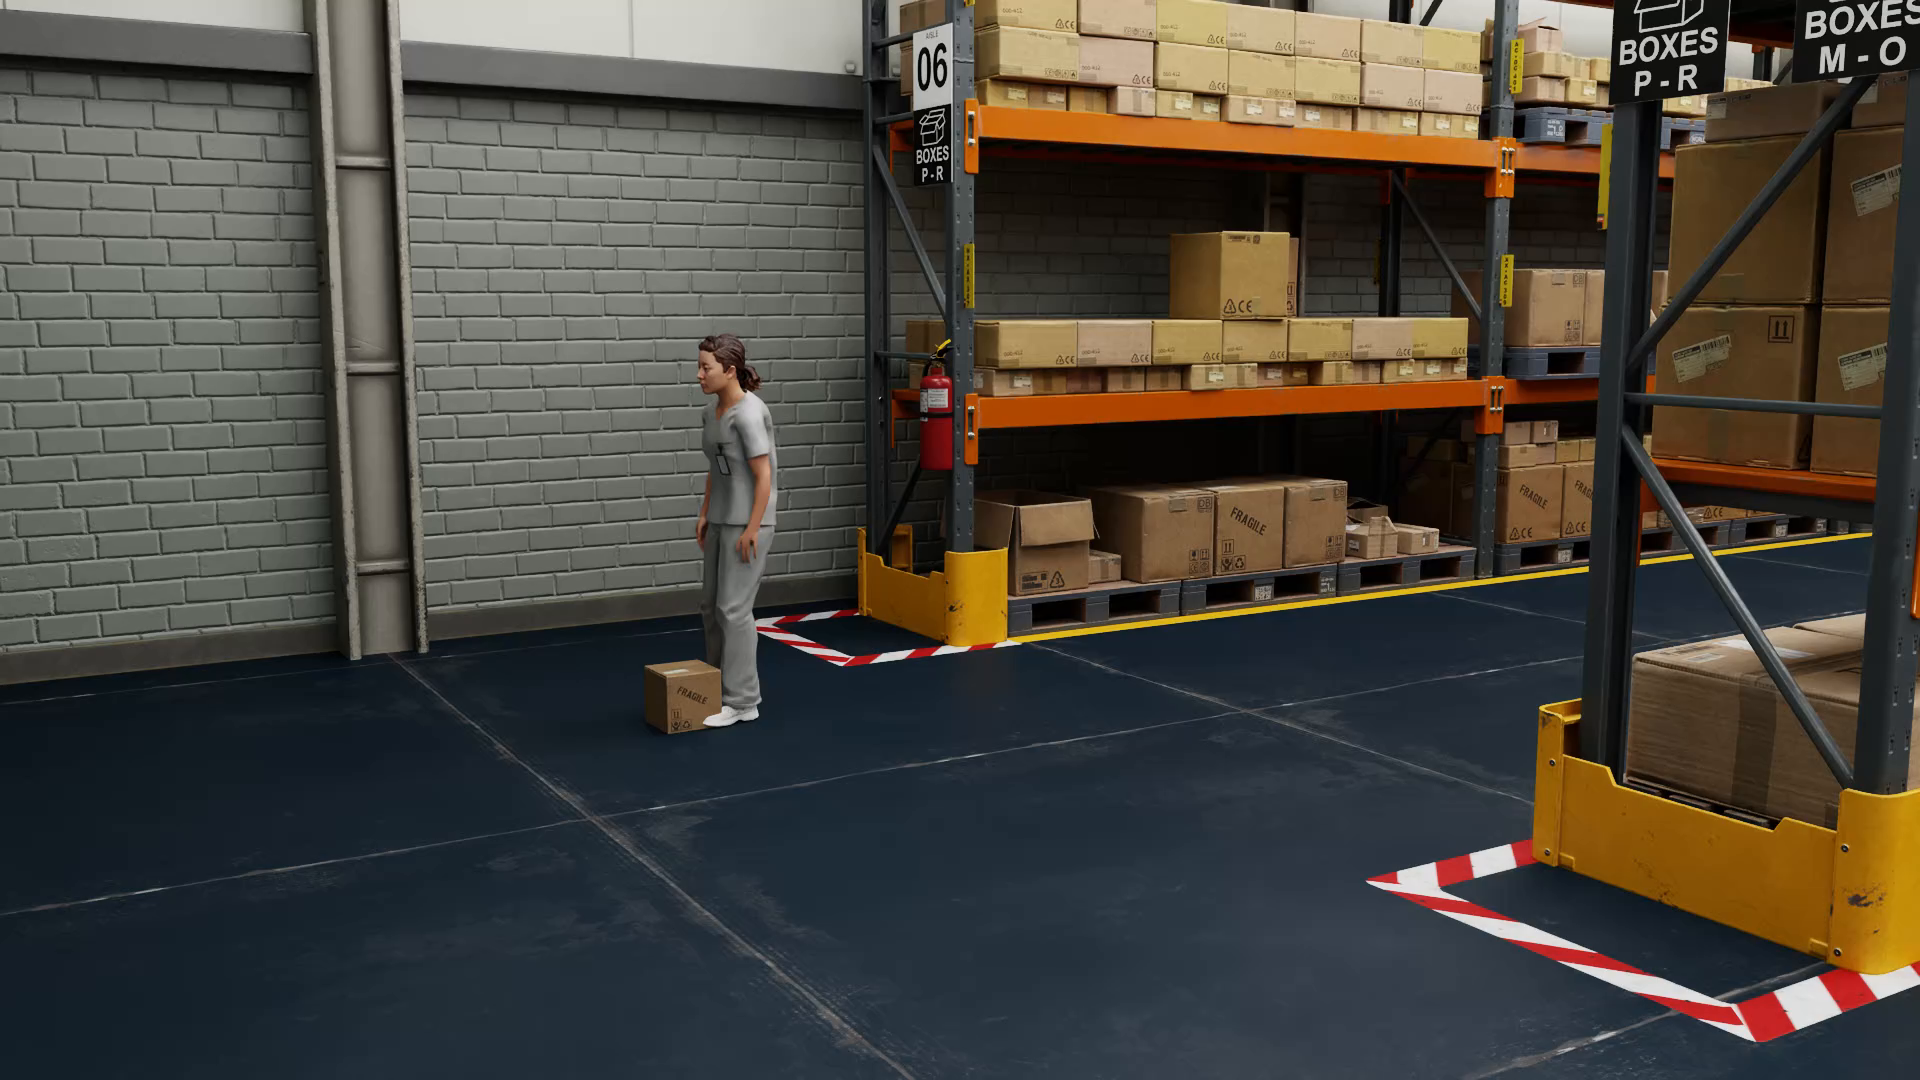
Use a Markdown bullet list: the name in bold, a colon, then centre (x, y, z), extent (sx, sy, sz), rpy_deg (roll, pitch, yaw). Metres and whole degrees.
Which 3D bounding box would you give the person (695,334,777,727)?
- **person**: centre (-1.005, -0.021, 7.171), extent (0.409, 1.617, 0.514), rpy_deg (-6, 10, -34)
